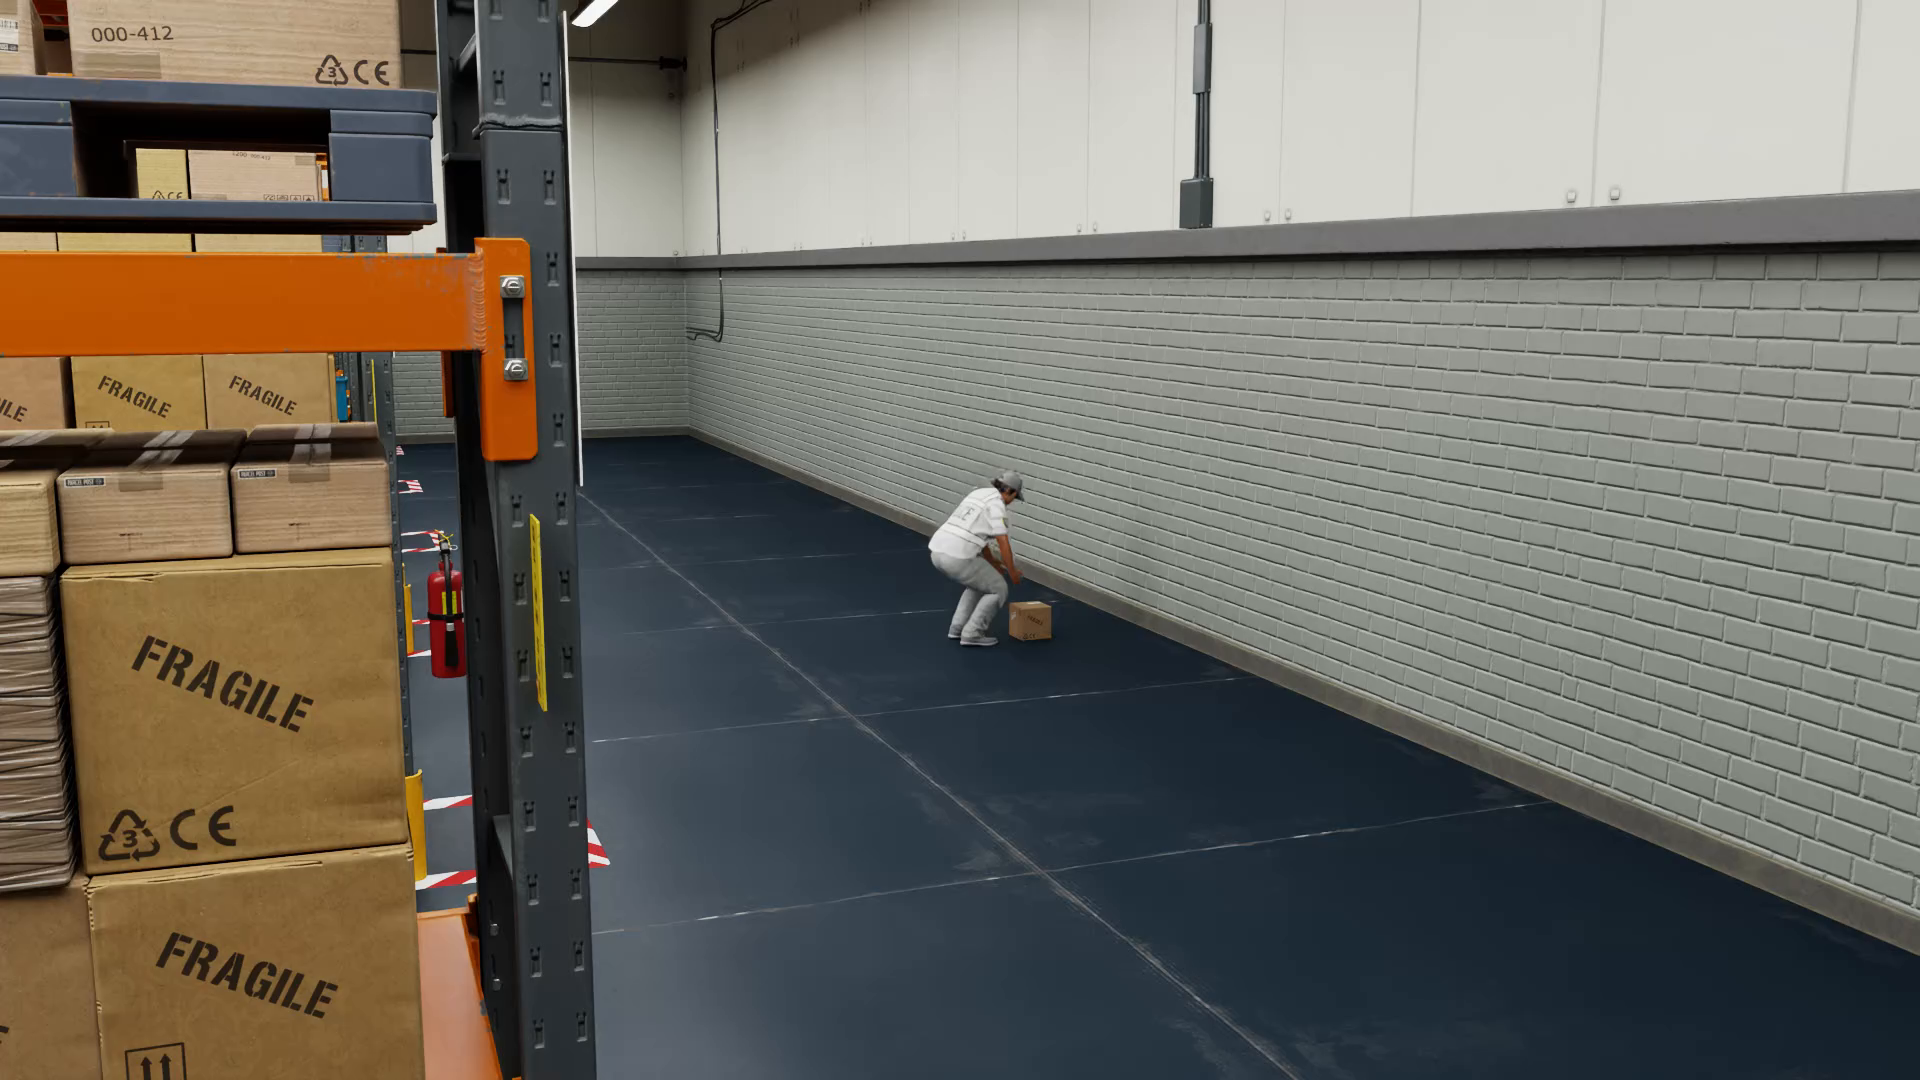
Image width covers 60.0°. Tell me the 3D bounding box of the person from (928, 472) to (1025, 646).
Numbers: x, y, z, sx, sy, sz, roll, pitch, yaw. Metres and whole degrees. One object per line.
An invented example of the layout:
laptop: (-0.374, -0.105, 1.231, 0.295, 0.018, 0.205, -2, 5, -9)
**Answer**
person: (0.141, 0.137, 12.707, 0.774, 1.294, 0.536, -3, 10, -21)
